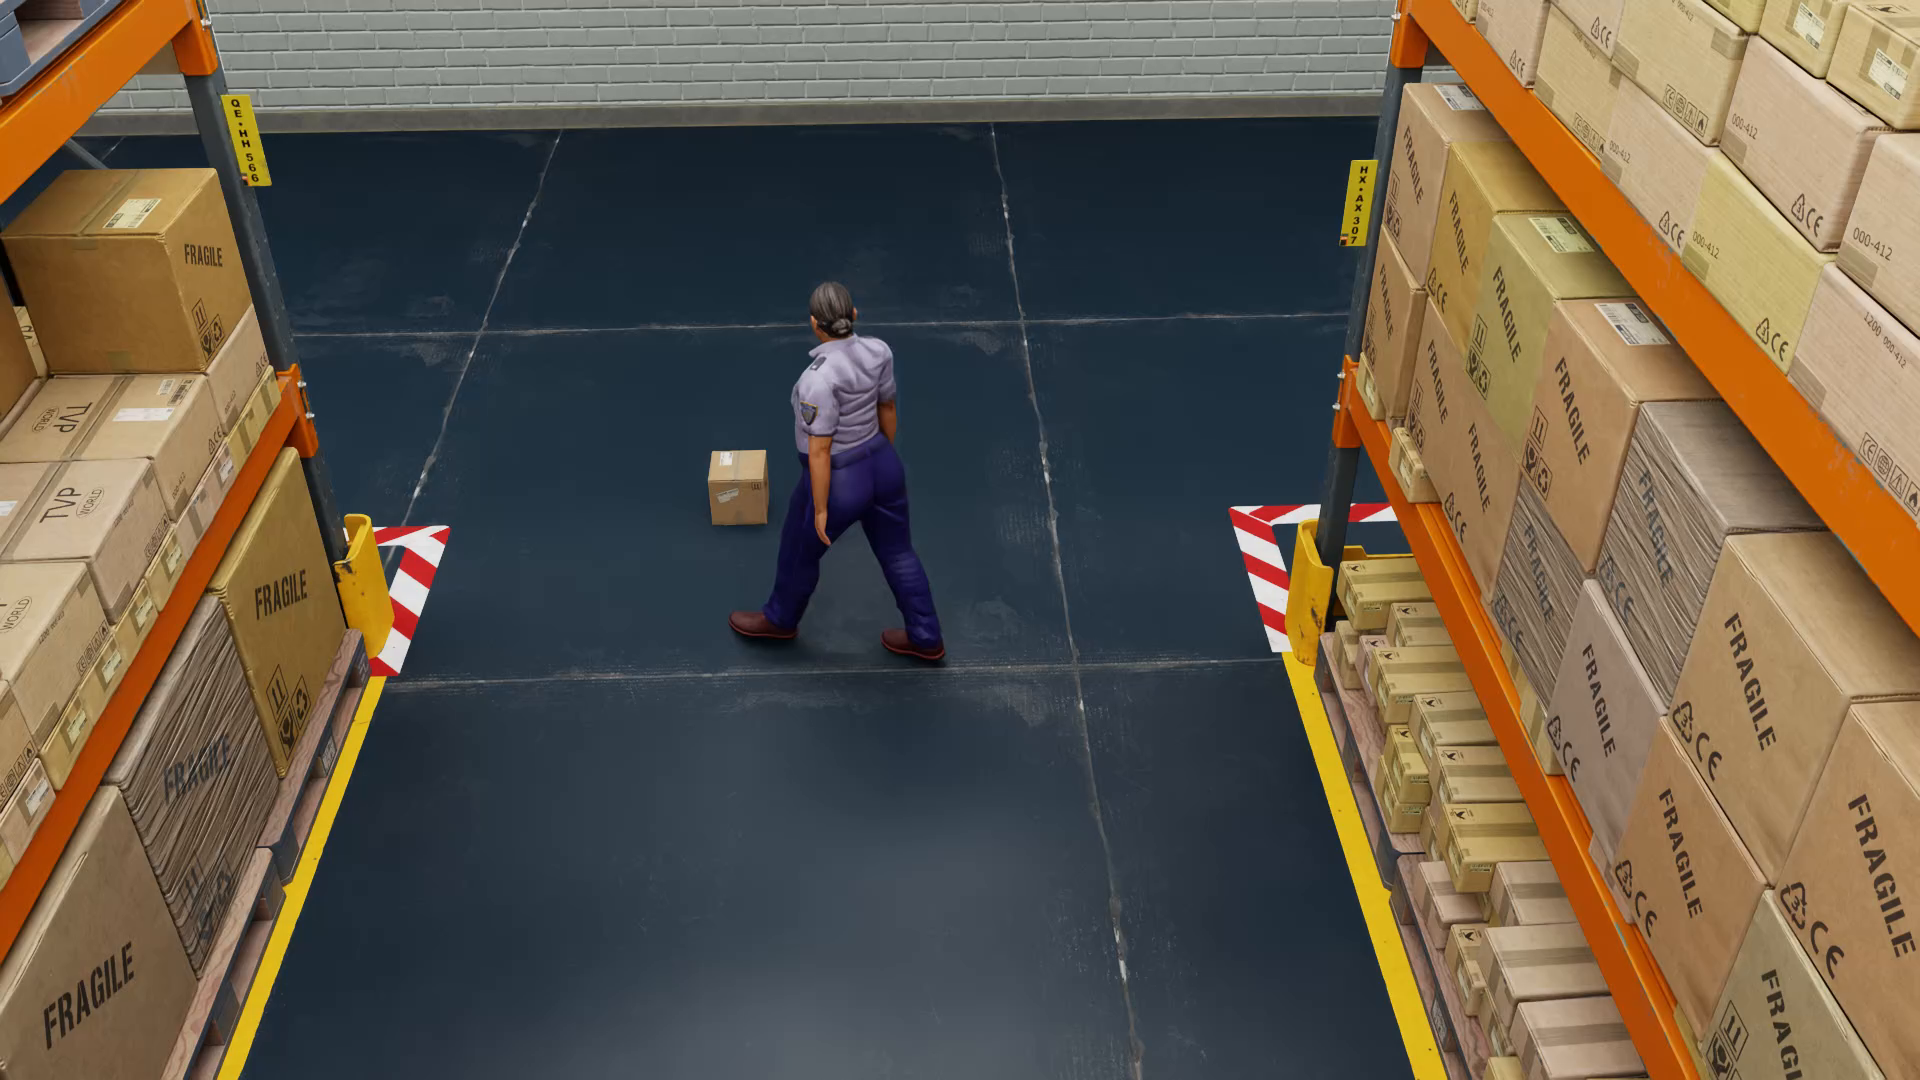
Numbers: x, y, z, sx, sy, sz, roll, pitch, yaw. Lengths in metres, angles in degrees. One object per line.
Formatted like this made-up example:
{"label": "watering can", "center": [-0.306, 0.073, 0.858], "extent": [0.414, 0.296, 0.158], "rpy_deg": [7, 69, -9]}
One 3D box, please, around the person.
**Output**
{"label": "person", "center": [-0.479, -0.250, 6.503], "extent": [0.857, 1.604, 0.583], "rpy_deg": [26, 43, 31]}
